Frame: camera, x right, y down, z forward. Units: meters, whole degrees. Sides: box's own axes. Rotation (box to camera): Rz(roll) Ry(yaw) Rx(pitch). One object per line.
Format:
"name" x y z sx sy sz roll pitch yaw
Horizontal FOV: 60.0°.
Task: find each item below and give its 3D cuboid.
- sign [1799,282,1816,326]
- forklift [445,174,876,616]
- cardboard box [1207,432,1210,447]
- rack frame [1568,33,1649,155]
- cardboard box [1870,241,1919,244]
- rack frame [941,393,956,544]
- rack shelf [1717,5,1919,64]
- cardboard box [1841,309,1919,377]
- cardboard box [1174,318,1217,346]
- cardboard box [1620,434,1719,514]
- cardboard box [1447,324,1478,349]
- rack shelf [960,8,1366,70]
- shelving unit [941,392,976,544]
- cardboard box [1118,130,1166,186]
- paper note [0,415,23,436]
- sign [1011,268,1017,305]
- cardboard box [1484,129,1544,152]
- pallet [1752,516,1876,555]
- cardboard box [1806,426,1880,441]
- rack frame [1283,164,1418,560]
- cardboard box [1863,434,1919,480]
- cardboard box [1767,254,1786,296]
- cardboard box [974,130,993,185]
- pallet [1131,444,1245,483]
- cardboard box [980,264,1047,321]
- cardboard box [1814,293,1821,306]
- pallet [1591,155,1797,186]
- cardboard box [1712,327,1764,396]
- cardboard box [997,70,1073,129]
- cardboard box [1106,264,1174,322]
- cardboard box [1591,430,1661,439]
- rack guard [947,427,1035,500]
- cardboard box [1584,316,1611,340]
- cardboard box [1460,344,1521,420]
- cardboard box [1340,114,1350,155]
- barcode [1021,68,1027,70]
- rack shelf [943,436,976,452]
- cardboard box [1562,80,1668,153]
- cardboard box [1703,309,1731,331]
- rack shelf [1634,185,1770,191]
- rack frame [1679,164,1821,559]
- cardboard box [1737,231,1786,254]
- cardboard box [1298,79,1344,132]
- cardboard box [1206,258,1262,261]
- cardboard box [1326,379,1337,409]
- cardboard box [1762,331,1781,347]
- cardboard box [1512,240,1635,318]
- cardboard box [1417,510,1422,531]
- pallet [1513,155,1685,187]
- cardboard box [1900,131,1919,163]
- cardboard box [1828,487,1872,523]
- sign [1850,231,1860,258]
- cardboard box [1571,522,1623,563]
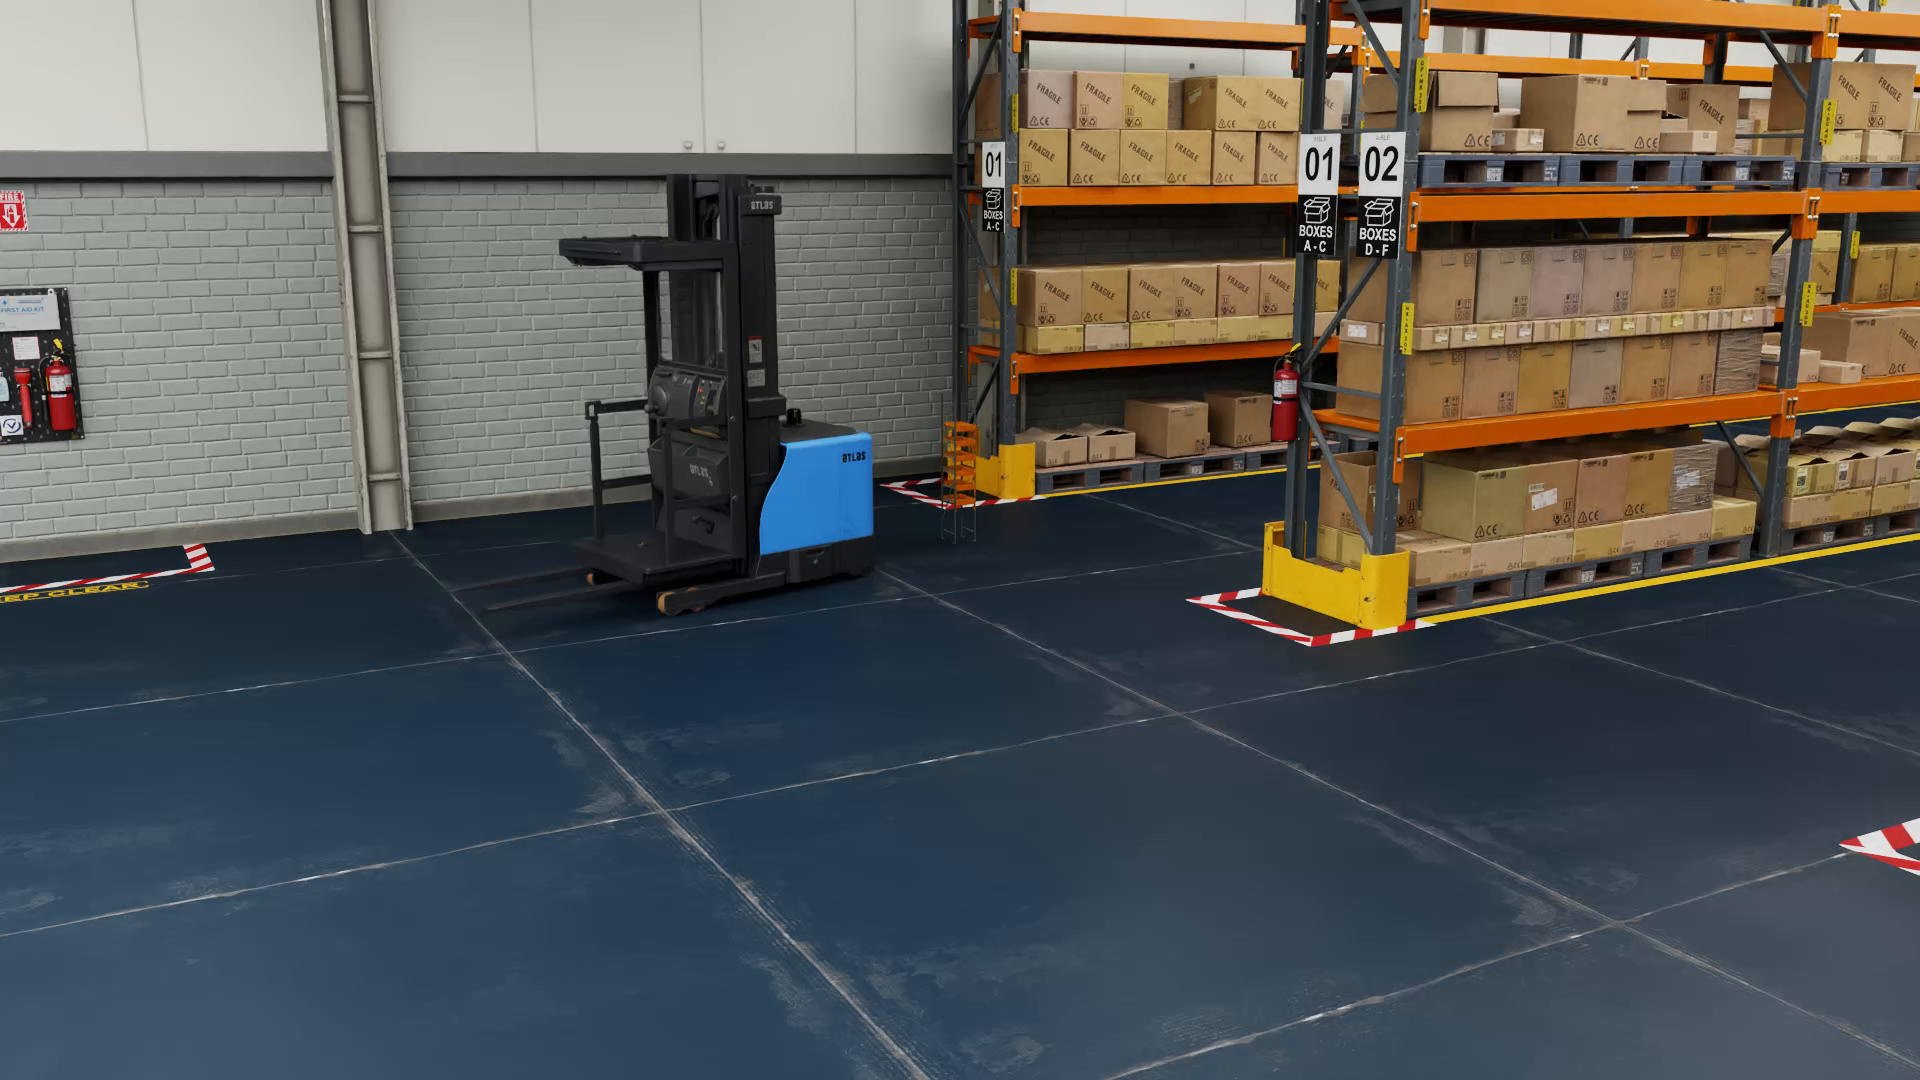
"sign" 6.374 -1.773 12.503 0.005 0.325 0.100 -7 14 -28
"forklift" -2.079 -1.042 11.564 3.031 2.935 1.130 -11 17 -39
"cardboard box" 2.317 -1.032 16.855 0.250 0.149 0.380 -8 15 -32
"rack frame" 7.241 -5.721 18.532 0.127 3.000 1.000 -7 14 -28
"cardboard box" 12.513 -3.569 21.953 0.700 0.700 0.980 -8 15 -31
"rack frame" -0.093 -0.574 13.428 0.006 1.200 0.240 -7 14 -28
"rack shelf" 7.862 -4.010 13.480 4.000 0.370 1.077 -7 14 -28
"cardboard box" 7.691 -1.653 13.896 0.500 0.500 0.500 -7 14 -28
"cardboard box" 2.143 -2.041 16.144 0.500 0.250 0.500 -7 14 -27
"cardboard box" 5.360 -0.507 12.627 0.500 0.500 0.500 -7 14 -28
"cardboard box" 3.274 -1.391 11.254 0.250 0.149 0.380 -7 15 -29
"rack shelf" 1.975 -4.737 15.807 4.000 0.370 1.077 -7 14 -28
"shelving unit" -0.013 -0.584 13.471 0.189 1.200 0.258 -7 14 -28
"cardboard box" 1.575 -3.566 15.518 0.500 0.500 0.500 -6 14 -25
"paper note" -7.223 -0.874 12.665 0.142 0.148 0.016 -7 14 -28
"sign" 0.479 -2.270 14.892 0.005 0.325 0.100 -7 14 -28
"cardboard box" 3.713 -2.702 11.247 0.250 0.149 0.380 -7 14 -28
"pallet" 6.735 -0.143 13.765 1.213 0.211 1.003 -7 14 -28
"cardboard box" 7.661 -0.814 14.422 0.500 0.311 0.500 -7 14 -29
"rack frame" 2.596 -0.998 11.211 0.127 3.000 1.000 -7 14 -28
"cardboard box" 7.938 -0.713 13.975 0.500 0.311 0.500 -6 14 -26
"cardboard box" 9.579 -3.214 20.109 0.500 0.500 0.500 -7 14 -28
"cardboard box" 0.464 -3.567 15.521 0.500 0.500 0.500 -6 14 -24
"pallet" 2.085 -0.806 16.709 1.213 0.211 1.003 -7 14 -28
"cardboard box" 0.531 -2.345 15.786 0.500 0.500 0.500 -7 14 -28
"cardboard box" 10.381 -2.981 20.548 0.250 0.149 0.380 -7 14 -27
"pallet" 5.371 -2.744 12.341 1.213 0.211 1.003 -7 14 -28
"cardboard box" 5.720 -1.420 12.857 0.500 0.500 0.700 -7 15 -29
"cardboard box" 0.674 -3.956 14.971 0.500 0.500 0.500 -8 15 -32
"cardboard box" 1.677 -2.350 15.808 0.500 0.500 0.500 -7 15 -30
"cardboard box" 5.115 -0.605 13.065 0.500 0.500 0.500 -7 14 -28
"rack guard" 0.286 -0.741 15.761 0.348 0.500 1.175 -7 14 -28
"cardboard box" 4.393 -1.524 11.846 0.250 0.149 0.380 -7 14 -27
"cardboard box" 3.470 -1.149 11.657 0.500 0.500 0.700 -6 14 -26
"cardboard box" 4.248 -4.132 17.122 0.500 0.500 0.500 -5 13 -20
"barcode" 0.603 -4.416 15.696 0.075 0.075 0.001 -7 14 -28
"rack shelf" -0.013 -0.775 13.428 0.180 0.103 0.258 -7 14 -28
"cardboard box" 4.601 -3.057 12.017 0.637 0.503 0.797 -5 14 -22
"cardboard box" 5.524 -1.660 12.450 0.250 0.149 0.380 -7 15 -30
"rack shelf" 8.996 -4.117 19.876 4.000 0.370 1.077 -7 14 -28
"rack frame" 6.107 -1.419 13.081 0.127 3.000 1.000 -7 14 -28
"cardboard box" 9.563 -3.580 20.026 0.500 0.250 0.500 -7 14 -27
"cardboard box" 3.420 -4.278 16.403 0.500 0.500 0.500 -8 15 -33
"cardboard box" 2.762 -2.612 16.974 0.500 0.500 0.500 -7 14 -28
"cardboard box" 4.368 -1.449 17.906 0.500 0.500 0.700 -6 14 -26
"cardboard box" 9.465 -2.183 20.418 0.750 0.750 0.750 -6 14 -26
"cardboard box" 4.399 -1.894 12.011 0.500 0.500 0.700 -7 14 -28
"cardboard box" 3.358 -0.030 12.215 0.500 0.250 0.500 -7 14 -28
"pallet" 4.301 -2.617 11.774 1.213 0.211 1.003 -7 14 -28
"cardboard box" 7.814 -3.203 13.563 0.500 0.250 0.500 -8 15 -33
"cardboard box" 7.029 -0.330 13.551 0.500 0.250 0.500 -6 14 -26
"sign" 11.020 -3.637 20.482 0.005 0.325 0.100 -7 14 -28
"cardboard box" 4.491 -0.032 12.227 0.500 0.250 0.500 -7 14 -28
